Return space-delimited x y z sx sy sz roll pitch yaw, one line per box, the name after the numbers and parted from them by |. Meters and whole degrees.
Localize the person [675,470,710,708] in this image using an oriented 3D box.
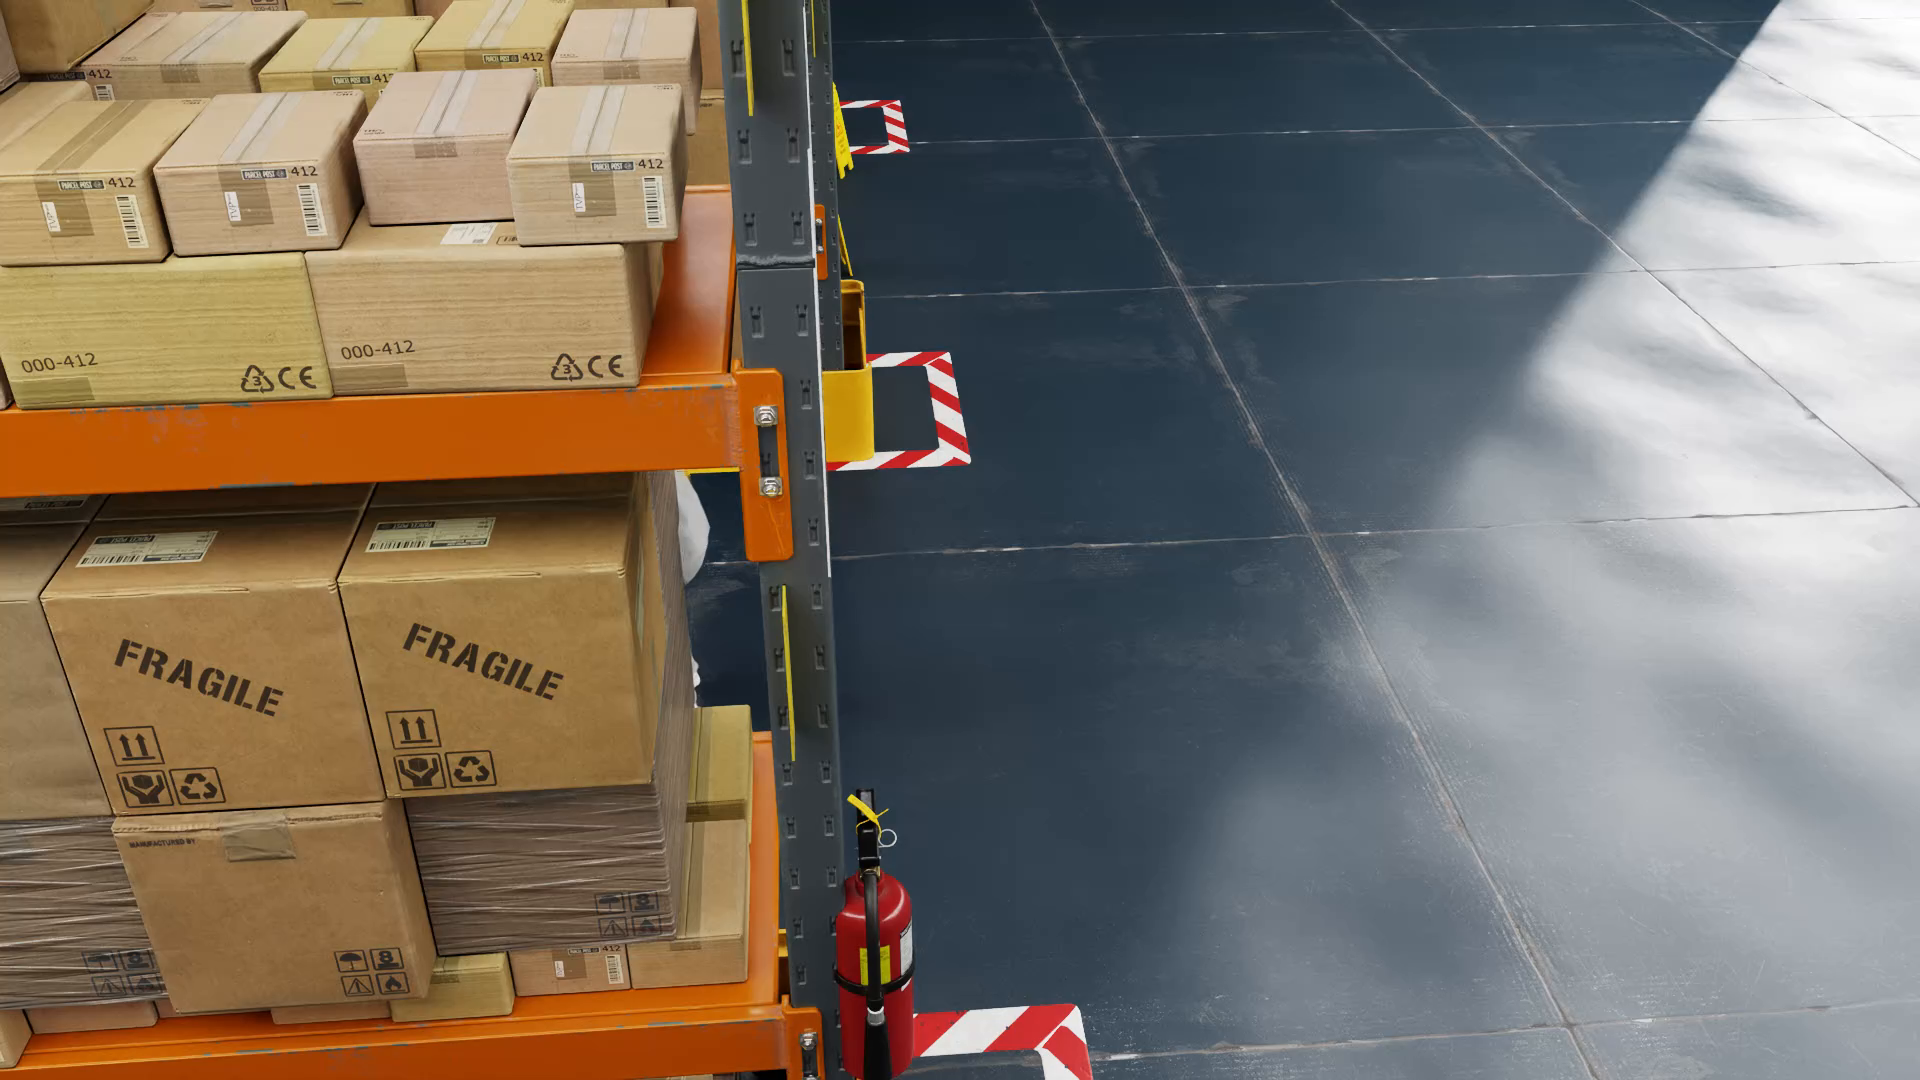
-1.234 0.044 6.268 0.575 1.469 0.488 -2 31 -4 | person
